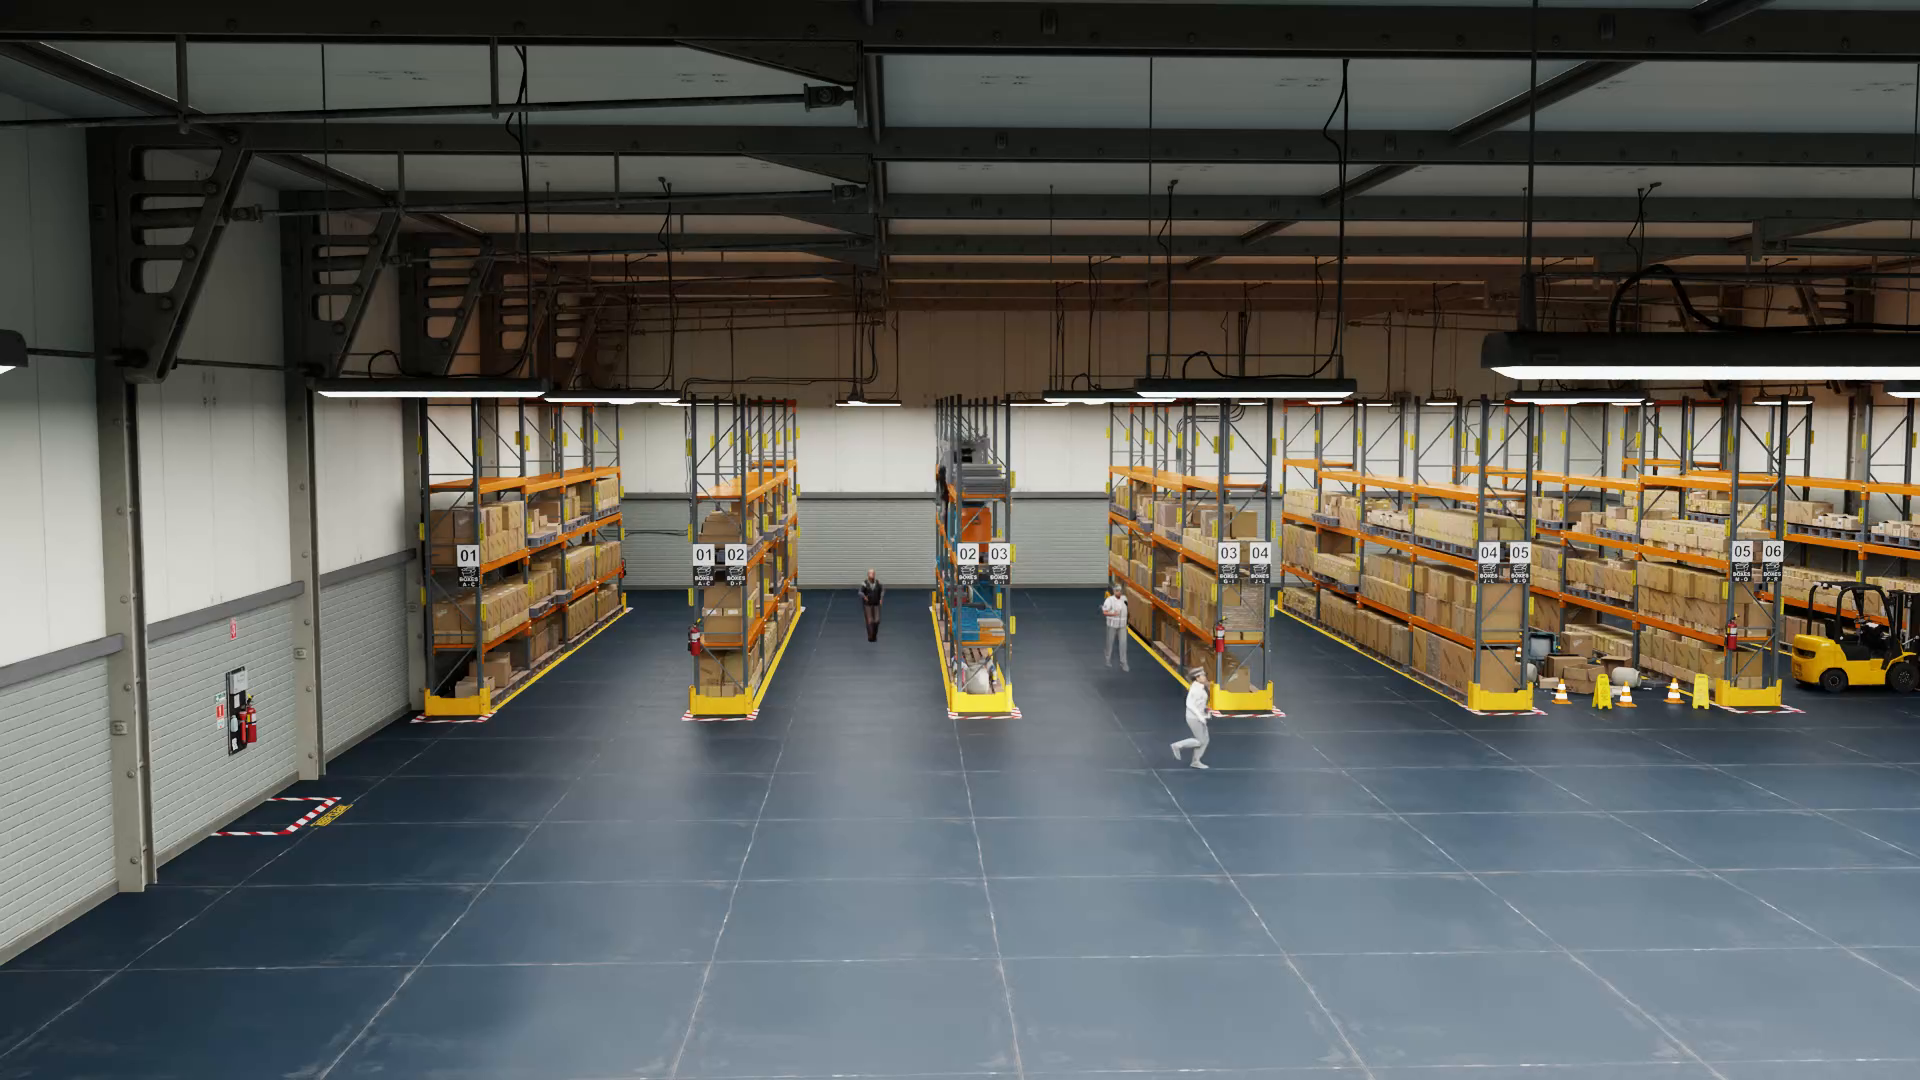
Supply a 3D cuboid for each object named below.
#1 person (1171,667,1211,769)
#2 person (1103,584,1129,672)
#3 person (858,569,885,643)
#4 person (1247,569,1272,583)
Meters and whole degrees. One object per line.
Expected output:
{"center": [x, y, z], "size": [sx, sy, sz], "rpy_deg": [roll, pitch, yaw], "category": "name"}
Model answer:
{"center": [3.713, 2.824, 26.516], "size": [0.534, 1.648, 0.603], "rpy_deg": [1, 5, 17], "category": "person"}
{"center": [3.268, 1.798, 34.792], "size": [0.621, 1.808, 0.875], "rpy_deg": [-1, 5, -14], "category": "person"}
{"center": [-2.035, 1.551, 38.757], "size": [0.668, 1.720, 0.569], "rpy_deg": [-1, 5, -12], "category": "person"}
{"center": [8.113, 1.290, 45.125], "size": [0.733, 1.834, 0.984], "rpy_deg": [0, 4, 1], "category": "person"}
